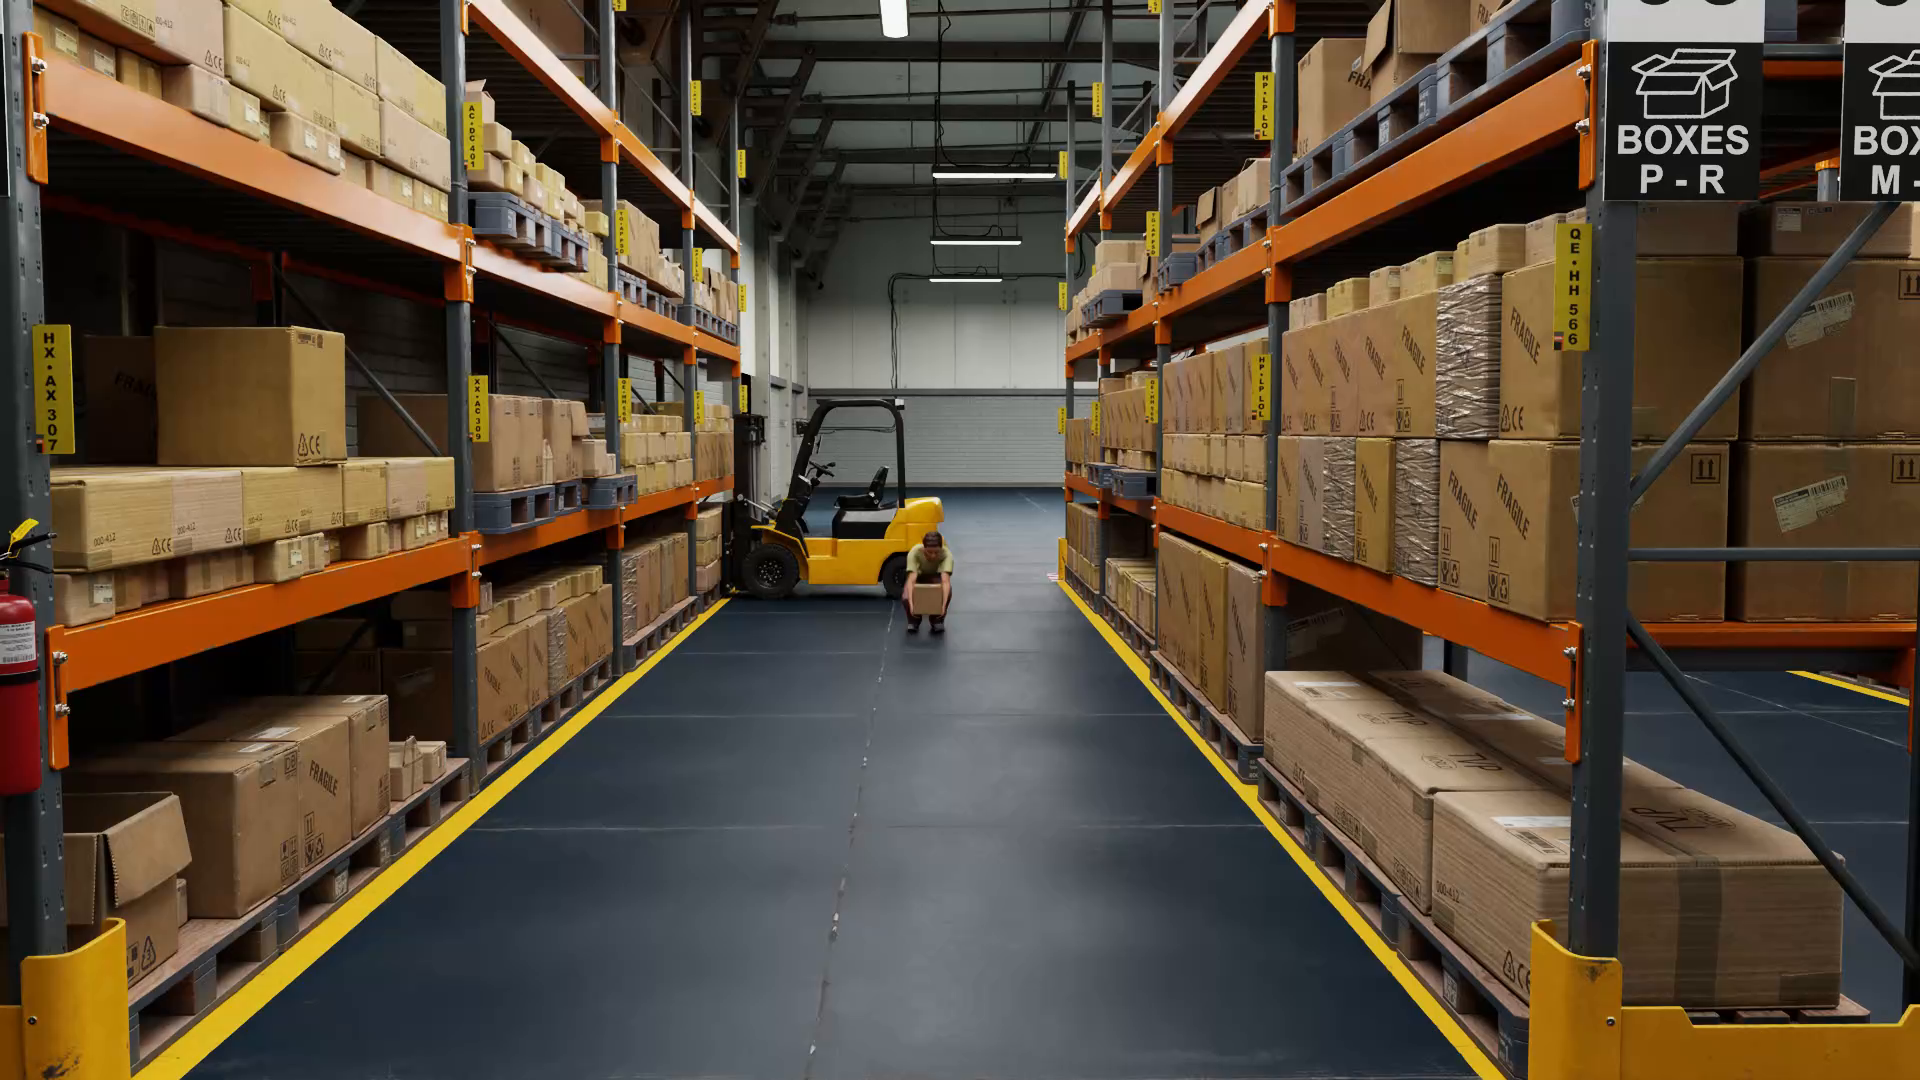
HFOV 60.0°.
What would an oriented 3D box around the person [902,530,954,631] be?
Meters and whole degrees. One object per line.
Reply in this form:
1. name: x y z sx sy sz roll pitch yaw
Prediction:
1. person: -0.288 0.366 15.078 0.454 0.939 0.817 0 4 -3
